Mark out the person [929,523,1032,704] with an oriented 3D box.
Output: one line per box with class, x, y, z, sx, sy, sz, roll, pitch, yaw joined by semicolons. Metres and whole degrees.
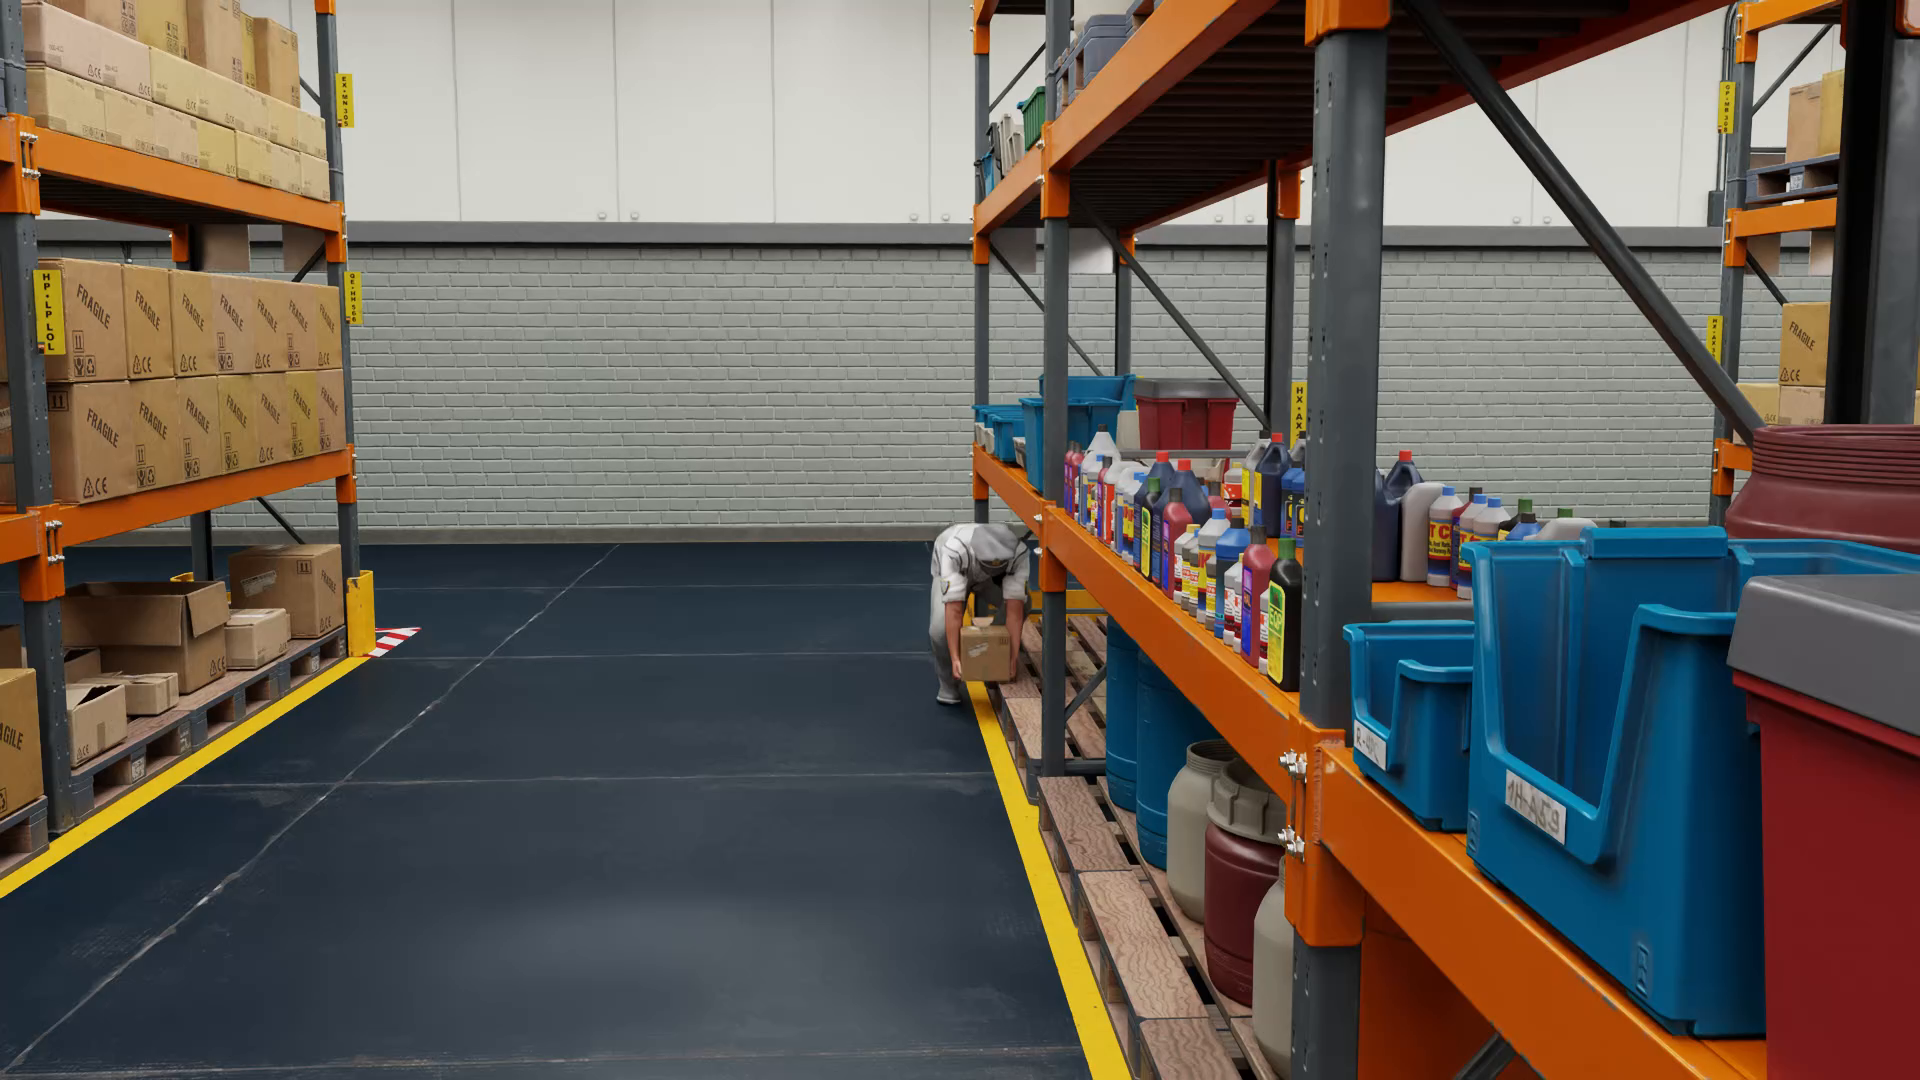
person;0.110;0.389;8.963;0.553;1.043;1.026;-1;7;-6
